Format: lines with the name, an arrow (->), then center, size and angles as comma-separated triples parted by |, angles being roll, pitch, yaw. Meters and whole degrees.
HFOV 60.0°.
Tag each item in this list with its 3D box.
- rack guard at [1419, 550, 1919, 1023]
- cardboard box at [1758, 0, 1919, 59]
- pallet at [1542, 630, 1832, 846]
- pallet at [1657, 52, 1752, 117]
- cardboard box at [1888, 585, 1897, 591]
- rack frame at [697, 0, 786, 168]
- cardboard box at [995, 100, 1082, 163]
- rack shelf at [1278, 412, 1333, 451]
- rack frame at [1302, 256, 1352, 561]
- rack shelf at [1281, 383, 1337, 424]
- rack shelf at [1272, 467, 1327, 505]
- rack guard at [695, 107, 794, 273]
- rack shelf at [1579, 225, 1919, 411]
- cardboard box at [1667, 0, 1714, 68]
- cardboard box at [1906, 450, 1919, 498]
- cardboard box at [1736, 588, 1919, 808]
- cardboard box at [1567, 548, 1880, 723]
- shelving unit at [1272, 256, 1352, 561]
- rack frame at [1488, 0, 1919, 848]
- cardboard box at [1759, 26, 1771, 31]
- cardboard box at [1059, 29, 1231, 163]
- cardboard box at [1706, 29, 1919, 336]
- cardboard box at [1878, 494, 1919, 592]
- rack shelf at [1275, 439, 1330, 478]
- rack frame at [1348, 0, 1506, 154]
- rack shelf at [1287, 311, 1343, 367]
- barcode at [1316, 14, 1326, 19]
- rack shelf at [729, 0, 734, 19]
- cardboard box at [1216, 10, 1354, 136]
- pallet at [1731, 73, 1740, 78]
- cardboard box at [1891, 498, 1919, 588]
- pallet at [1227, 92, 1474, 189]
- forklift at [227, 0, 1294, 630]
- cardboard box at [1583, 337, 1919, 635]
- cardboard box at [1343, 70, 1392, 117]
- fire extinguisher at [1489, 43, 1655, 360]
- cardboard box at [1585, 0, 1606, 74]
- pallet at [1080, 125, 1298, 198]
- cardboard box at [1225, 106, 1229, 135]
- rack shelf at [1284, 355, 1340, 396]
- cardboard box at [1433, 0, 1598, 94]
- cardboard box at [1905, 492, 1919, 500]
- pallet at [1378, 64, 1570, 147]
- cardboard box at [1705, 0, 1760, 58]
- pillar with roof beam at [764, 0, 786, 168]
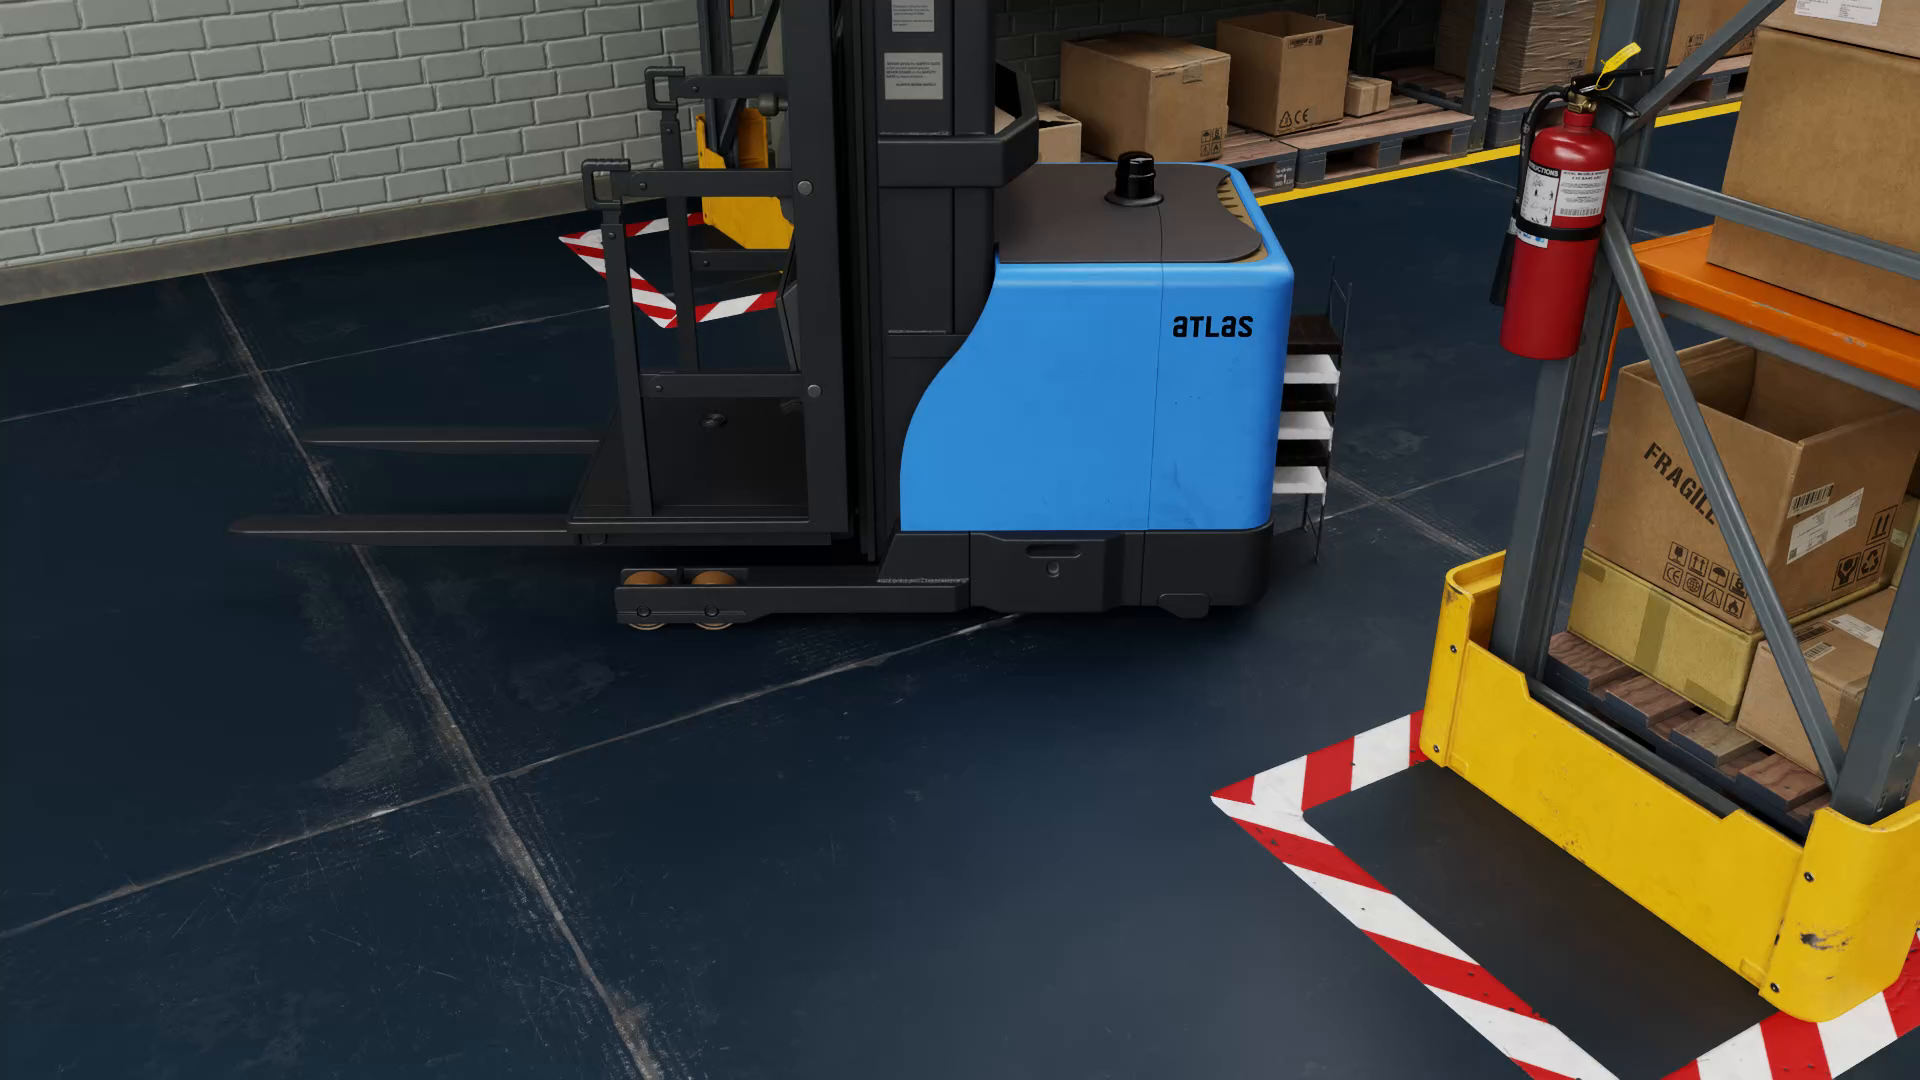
rack guard -> 1.603, 0.506, 3.816 | 0.348, 0.500, 1.175 | -16, 33, -26
cardboard box -> 1.856, -1.095, 3.355 | 0.250, 0.149, 0.380 | -16, 33, -27
pallet -> 2.262, 0.422, 4.267 | 1.213, 0.211, 1.003 | -16, 33, -26
pallet -> 4.283, -2.907, 10.299 | 1.213, 0.211, 1.003 | -16, 33, -26
cardboard box -> 2.628, 0.263, 4.080 | 0.500, 0.250, 0.500 | -16, 33, -26
rack frame -> -0.889, -2.657, 6.960 | 0.127, 3.000, 1.000 | -16, 33, -26
cardboard box -> 0.244, -1.944, 7.995 | 0.500, 0.311, 0.500 | -13, 31, -22
rack shelf -> 1.001, -0.356, 5.033 | 0.200, 0.077, 0.258 | 0, 29, 0
rack frame -> 1.103, -0.386, 5.018 | 0.006, 0.900, 0.240 | 0, 29, 0
rack shelf -> 1.001, -0.435, 4.990 | 0.200, 0.077, 0.258 | 0, 29, 0
rack shelf -> 1.001, -0.199, 5.120 | 0.200, 0.077, 0.258 | 0, 29, 0
rack guard -> -0.824, -1.581, 7.598 | 0.348, 0.500, 1.175 | -16, 33, -26
rack shelf -> 3.348, -0.769, 4.283 | 4.000, 0.370, 1.077 | -16, 33, -26
cardboard box -> 4.066, -3.177, 10.034 | 0.500, 0.500, 0.700 | -15, 32, -26
cardboard box -> 2.790, -0.409, 4.521 | 0.500, 0.500, 0.500 | -16, 33, -26
cardboard box -> 2.199, 0.387, 3.855 | 0.500, 0.250, 0.500 | -16, 33, -26
cardboard box -> 1.936, 0.171, 4.246 | 0.500, 0.250, 0.500 | -16, 33, -26
shelving unit -> 1.001, -0.385, 5.017 | 0.210, 0.900, 0.258 | 0, 29, 0
rack frame -> 1.624, -0.594, 3.222 | 0.127, 3.000, 1.000 | -16, 33, -26
cardboard box -> 4.911, -3.438, 10.507 | 0.500, 0.500, 0.700 | -16, 33, -26
cardboard box -> 0.902, -2.185, 8.237 | 0.500, 0.500, 0.700 | -18, 34, -29
cardboard box -> 2.033, -0.747, 3.396 | 0.500, 0.500, 0.700 | -16, 33, -26
cardboard box -> 2.361, 0.044, 4.477 | 0.500, 0.250, 0.500 | -16, 33, -26
rack shelf -> 1.001, -0.278, 5.077 | 0.200, 0.077, 0.258 | 0, 29, 0
rack frame -> 2.559, -3.636, 8.734 | 0.127, 3.000, 1.000 | -16, 33, -26
rack shelf -> 1.001, -0.593, 4.903 | 0.200, 0.077, 0.258 | 0, 29, 0
barcode -> 1.972, -2.842, 9.096 | 0.075, 0.075, 0.001 | -16, 33, -26
rack shelf -> 0.835, -2.832, 8.021 | 4.000, 0.370, 1.077 | -16, 33, -26
cardboard box -> 1.685, -2.464, 8.741 | 0.500, 0.500, 0.500 | -19, 34, -30
pallet -> 5.334, -3.204, 10.837 | 1.213, 0.211, 1.003 | -16, 33, -26
cardboard box -> 2.629, -0.064, 3.897 | 0.500, 0.500, 0.500 | -16, 33, -26
pallet -> 1.998, -2.236, 9.083 | 1.213, 0.211, 1.003 | -16, 33, -26
forklift -> -0.622, -1.281, 4.538 | 3.031, 2.935, 1.130 | 0, 29, 0
cardboard box -> 1.935, -0.158, 4.067 | 0.500, 0.500, 0.500 | -16, 33, -26
cardboard box -> 2.113, -2.445, 9.053 | 0.250, 0.166, 0.380 | -21, 35, -33
fire extinguisher -> 1.286, -0.725, 3.539 | 0.183, 0.674, 0.296 | -16, 33, -26
cardboard box -> 3.606, -3.069, 9.838 | 0.500, 0.500, 0.700 | -17, 33, -27
pallet -> 0.945, -1.936, 8.539 | 1.213, 0.211, 1.003 | -16, 33, -26
cardboard box -> 1.170, -2.197, 8.622 | 0.250, 0.149, 0.380 | -19, 34, -30
rack shelf -> 1.001, -0.514, 4.946 | 0.200, 0.077, 0.258 | 0, 29, 0
cardboard box -> 3.186, -2.921, 9.571 | 0.500, 0.500, 0.700 | -15, 32, -25
cardboard box -> 2.791, -0.079, 4.700 | 0.500, 0.250, 0.500 | -16, 33, -26
pallet -> 3.230, -2.606, 9.754 | 1.213, 0.211, 1.003 | -16, 33, -26
cardboard box -> 4.497, -3.304, 10.265 | 0.500, 0.500, 0.700 | -16, 33, -27
pillar with roof beam -> 1.457, -4.022, 3.224 | 0.400, 9.000, 9.100 | -16, 33, -26
